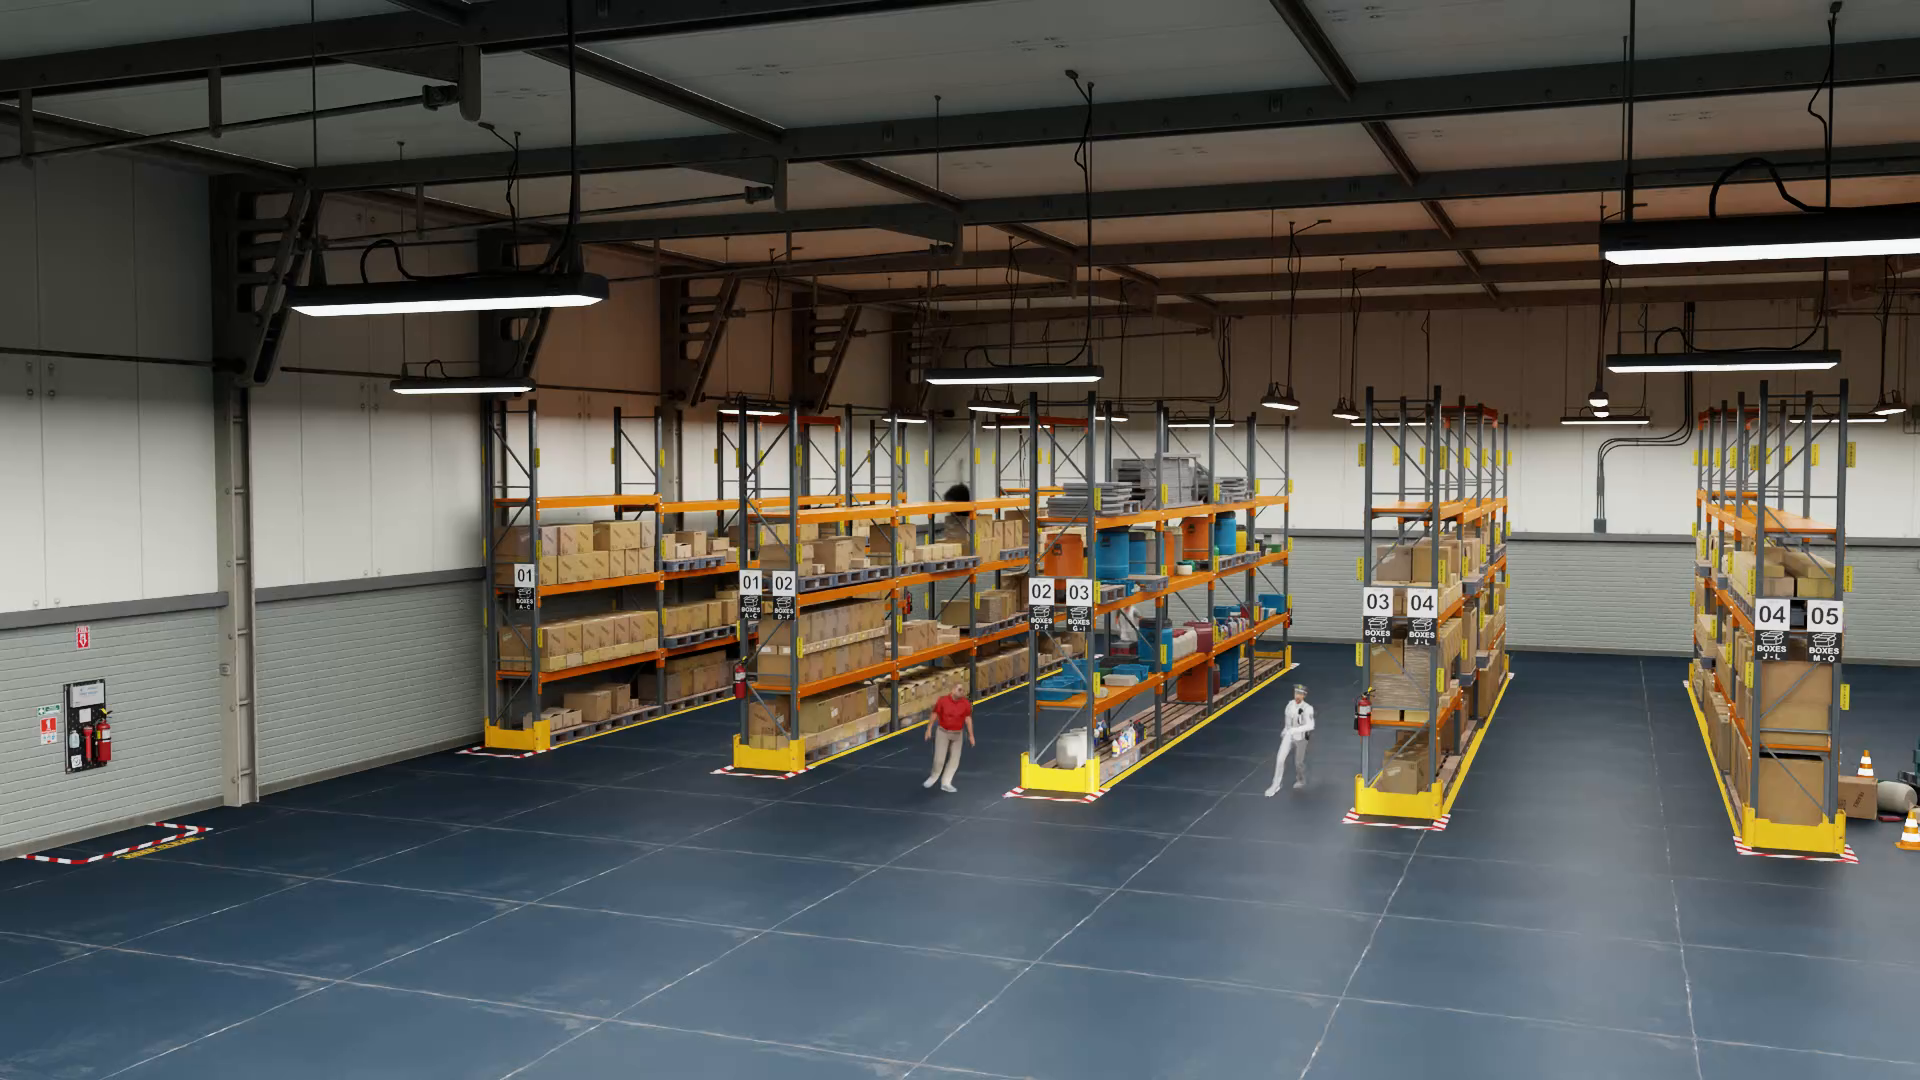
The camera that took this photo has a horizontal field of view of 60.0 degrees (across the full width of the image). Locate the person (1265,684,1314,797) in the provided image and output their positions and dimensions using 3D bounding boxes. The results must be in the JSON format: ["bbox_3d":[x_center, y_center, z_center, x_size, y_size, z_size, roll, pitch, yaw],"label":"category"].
[{"bbox_3d":[4.965,2.935,24.570,0.653,1.653,0.845,2,3,35],"label":"person"}]

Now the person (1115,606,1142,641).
[{"bbox_3d":[4.011,2.189,39.589,0.654,1.744,0.880,1,3,17],"label":"person"}]

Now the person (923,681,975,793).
[{"bbox_3d":[-0.168,2.938,24.903,0.708,1.693,0.543,-1,3,-20],"label":"person"}]
